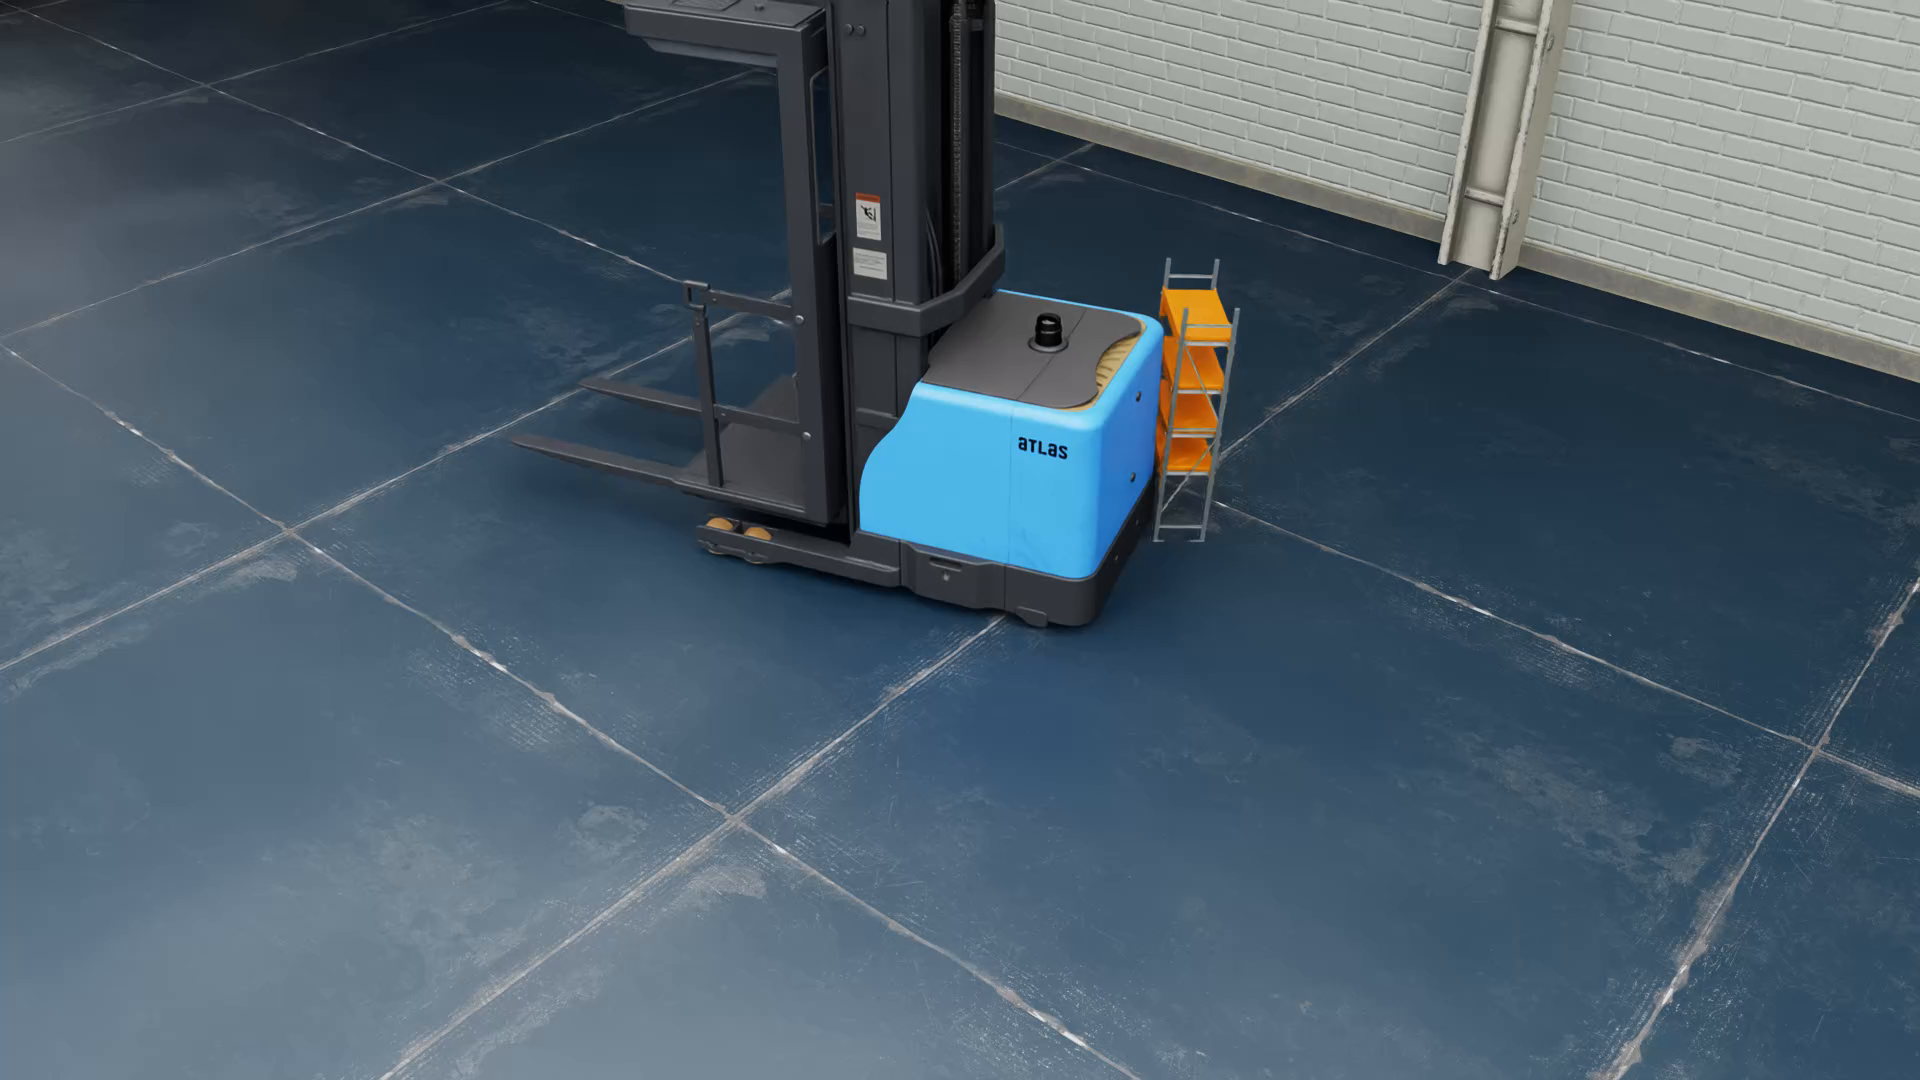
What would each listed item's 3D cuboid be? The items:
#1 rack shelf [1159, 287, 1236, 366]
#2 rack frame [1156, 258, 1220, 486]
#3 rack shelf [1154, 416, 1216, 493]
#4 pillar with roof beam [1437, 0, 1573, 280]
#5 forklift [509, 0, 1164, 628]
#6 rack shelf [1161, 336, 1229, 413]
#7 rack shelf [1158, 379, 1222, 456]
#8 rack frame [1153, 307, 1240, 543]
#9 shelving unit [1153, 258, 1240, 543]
[{"bbox_3d":[1.047,-0.950,7.370,0.258,0.148,0.480,1,34,-4],"label":"rack shelf"},{"bbox_3d":[1.018,-0.764,7.792,0.240,1.200,0.015,1,34,-4],"label":"rack frame"},{"bbox_3d":[1.018,-0.407,7.741,0.258,0.148,0.480,1,34,-4],"label":"rack shelf"},{"bbox_3d":[0.433,-3.540,4.956,0.400,9.000,9.100,25,42,32],"label":"pillar with roof beam"},{"bbox_3d":[-0.663,-1.361,7.143,3.031,2.935,1.130,13,37,18],"label":"forklift"},{"bbox_3d":[1.037,-0.755,7.503,0.258,0.148,0.480,1,34,-4],"label":"rack shelf"},{"bbox_3d":[1.027,-0.571,7.629,0.258,0.148,0.480,1,34,-4],"label":"rack shelf"},{"bbox_3d":[1.042,-0.488,7.390,0.240,1.200,0.015,1,34,-4],"label":"rack frame"},{"bbox_3d":[1.030,-0.626,7.591,0.258,1.200,0.503,1,34,-4],"label":"shelving unit"}]
